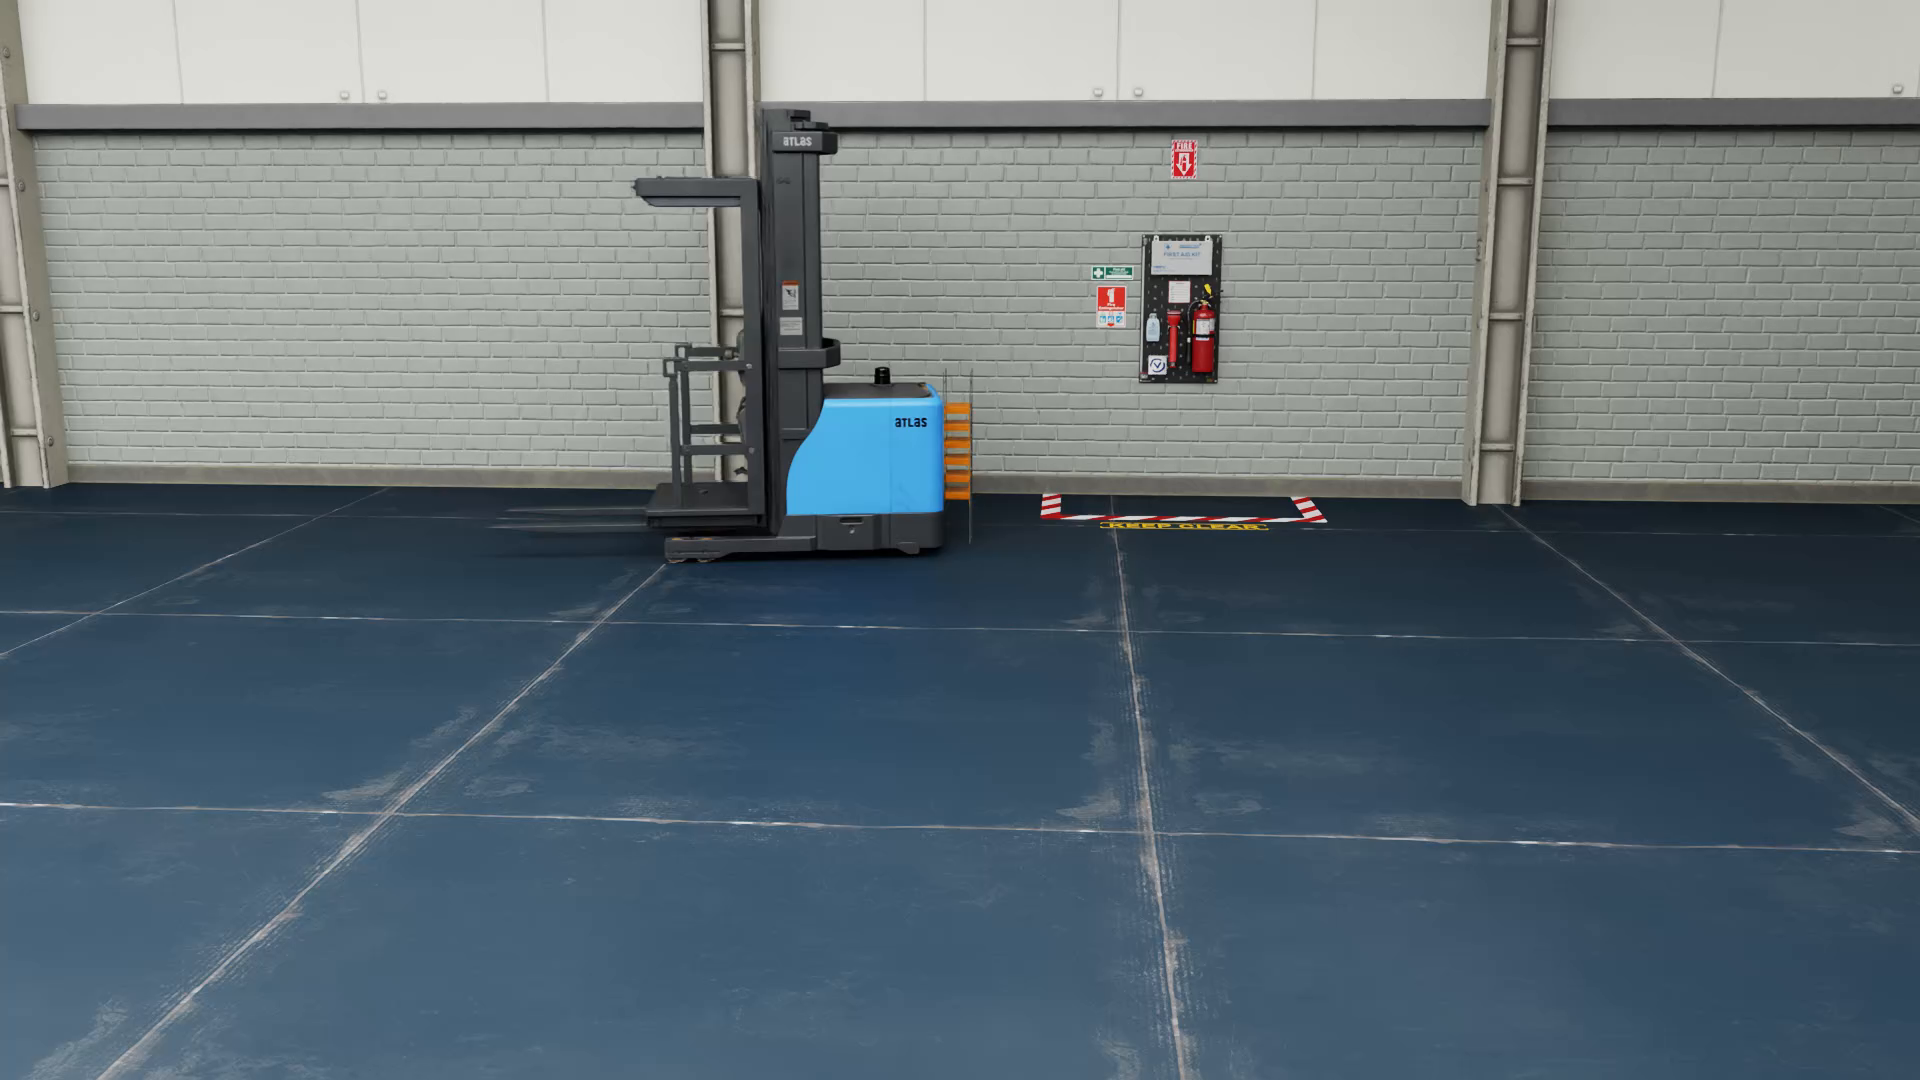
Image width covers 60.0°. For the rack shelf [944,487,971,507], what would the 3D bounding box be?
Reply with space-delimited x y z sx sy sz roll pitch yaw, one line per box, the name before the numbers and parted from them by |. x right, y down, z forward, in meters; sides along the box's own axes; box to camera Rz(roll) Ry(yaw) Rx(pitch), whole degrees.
rack shelf | -0.014 -0.309 11.704 0.180 0.103 0.258 1 12 4

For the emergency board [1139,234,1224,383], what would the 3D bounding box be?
emergency board | 1.748 -1.811 13.102 0.643 1.169 0.194 1 12 4

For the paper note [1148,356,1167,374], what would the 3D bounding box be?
paper note | 1.576 -1.397 13.271 0.142 0.148 0.016 1 12 4

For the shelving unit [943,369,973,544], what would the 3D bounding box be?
shelving unit | -0.014 -0.587 11.646 0.189 1.200 0.258 1 12 4

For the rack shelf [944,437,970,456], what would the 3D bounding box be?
rack shelf | -0.014 -0.661 11.631 0.180 0.103 0.258 1 12 4

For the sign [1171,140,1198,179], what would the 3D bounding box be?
sign | 1.747 -2.967 12.962 0.199 0.298 0.001 1 12 4

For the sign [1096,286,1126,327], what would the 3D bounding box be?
sign | 1.204 -1.858 13.235 0.234 0.329 0.001 1 12 4

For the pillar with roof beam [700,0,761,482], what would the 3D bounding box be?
pillar with roof beam | -2.063 -3.909 8.477 0.400 9.000 9.100 1 12 4

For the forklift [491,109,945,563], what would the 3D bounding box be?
forklift | -1.645 -1.393 11.271 3.031 2.935 1.130 -1 12 -5

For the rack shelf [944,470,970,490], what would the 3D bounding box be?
rack shelf | -0.014 -0.427 11.680 0.180 0.103 0.258 1 12 4

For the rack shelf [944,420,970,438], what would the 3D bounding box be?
rack shelf | -0.014 -0.779 11.606 0.180 0.103 0.258 1 12 4

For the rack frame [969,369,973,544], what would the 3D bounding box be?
rack frame | 0.077 -0.586 11.640 0.006 1.200 0.240 1 12 4

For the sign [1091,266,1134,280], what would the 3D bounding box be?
sign | 1.208 -2.115 13.172 0.331 0.109 0.001 1 12 4

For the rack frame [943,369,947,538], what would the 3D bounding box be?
rack frame | -0.106 -0.589 11.652 0.006 1.200 0.240 1 12 4

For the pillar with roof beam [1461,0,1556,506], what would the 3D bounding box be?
pillar with roof beam | 3.924 -3.827 8.084 0.400 9.000 9.100 1 12 4

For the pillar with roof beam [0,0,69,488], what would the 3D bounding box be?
pillar with roof beam | -8.049 -3.991 8.869 0.400 9.000 9.100 1 12 4

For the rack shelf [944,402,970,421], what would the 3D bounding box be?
rack shelf | -0.014 -0.896 11.582 0.180 0.103 0.258 1 12 4

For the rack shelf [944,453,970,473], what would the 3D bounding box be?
rack shelf | -0.014 -0.544 11.655 0.180 0.103 0.258 1 12 4
